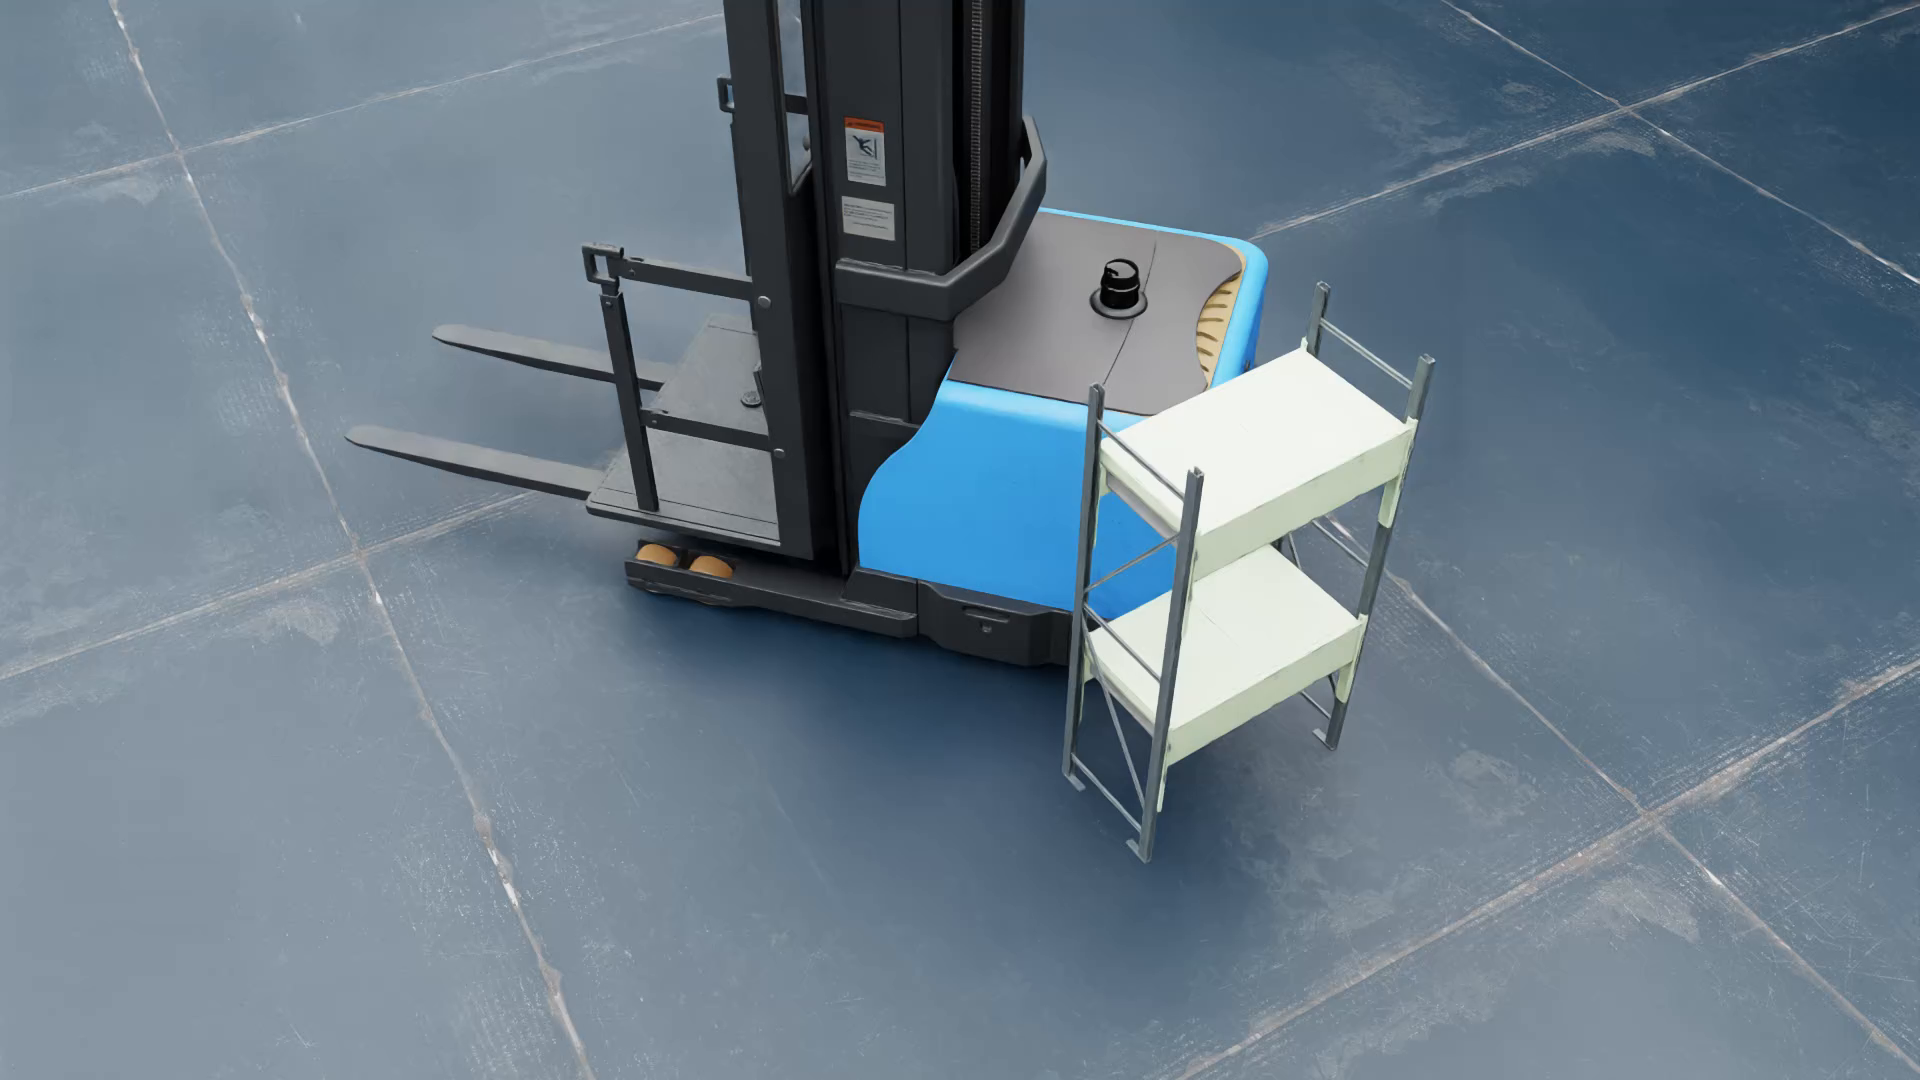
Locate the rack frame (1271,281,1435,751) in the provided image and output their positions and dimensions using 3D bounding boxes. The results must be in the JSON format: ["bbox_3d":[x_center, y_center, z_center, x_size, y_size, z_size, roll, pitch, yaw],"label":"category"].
[{"bbox_3d":[1.035,-0.010,4.683,0.023,1.500,0.400,-25,50,-24],"label":"rack frame"}]

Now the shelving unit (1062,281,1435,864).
[{"bbox_3d":[0.732,0.133,4.535,0.755,1.500,0.431,-25,50,-24],"label":"shelving unit"}]

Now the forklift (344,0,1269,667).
[{"bbox_3d":[-0.605,-1.176,4.857,3.031,2.935,1.130,12,45,12],"label":"forklift"}]

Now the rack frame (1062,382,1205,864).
[{"bbox_3d":[0.430,0.277,4.387,0.023,1.500,0.400,-25,50,-24],"label":"rack frame"}]

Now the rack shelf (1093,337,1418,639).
[{"bbox_3d":[0.733,-0.146,4.263,0.720,0.370,0.431,-25,50,-24],"label":"rack shelf"}]

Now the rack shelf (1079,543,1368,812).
[{"bbox_3d":[0.732,0.367,4.762,0.720,0.370,0.431,-25,50,-24],"label":"rack shelf"}]
